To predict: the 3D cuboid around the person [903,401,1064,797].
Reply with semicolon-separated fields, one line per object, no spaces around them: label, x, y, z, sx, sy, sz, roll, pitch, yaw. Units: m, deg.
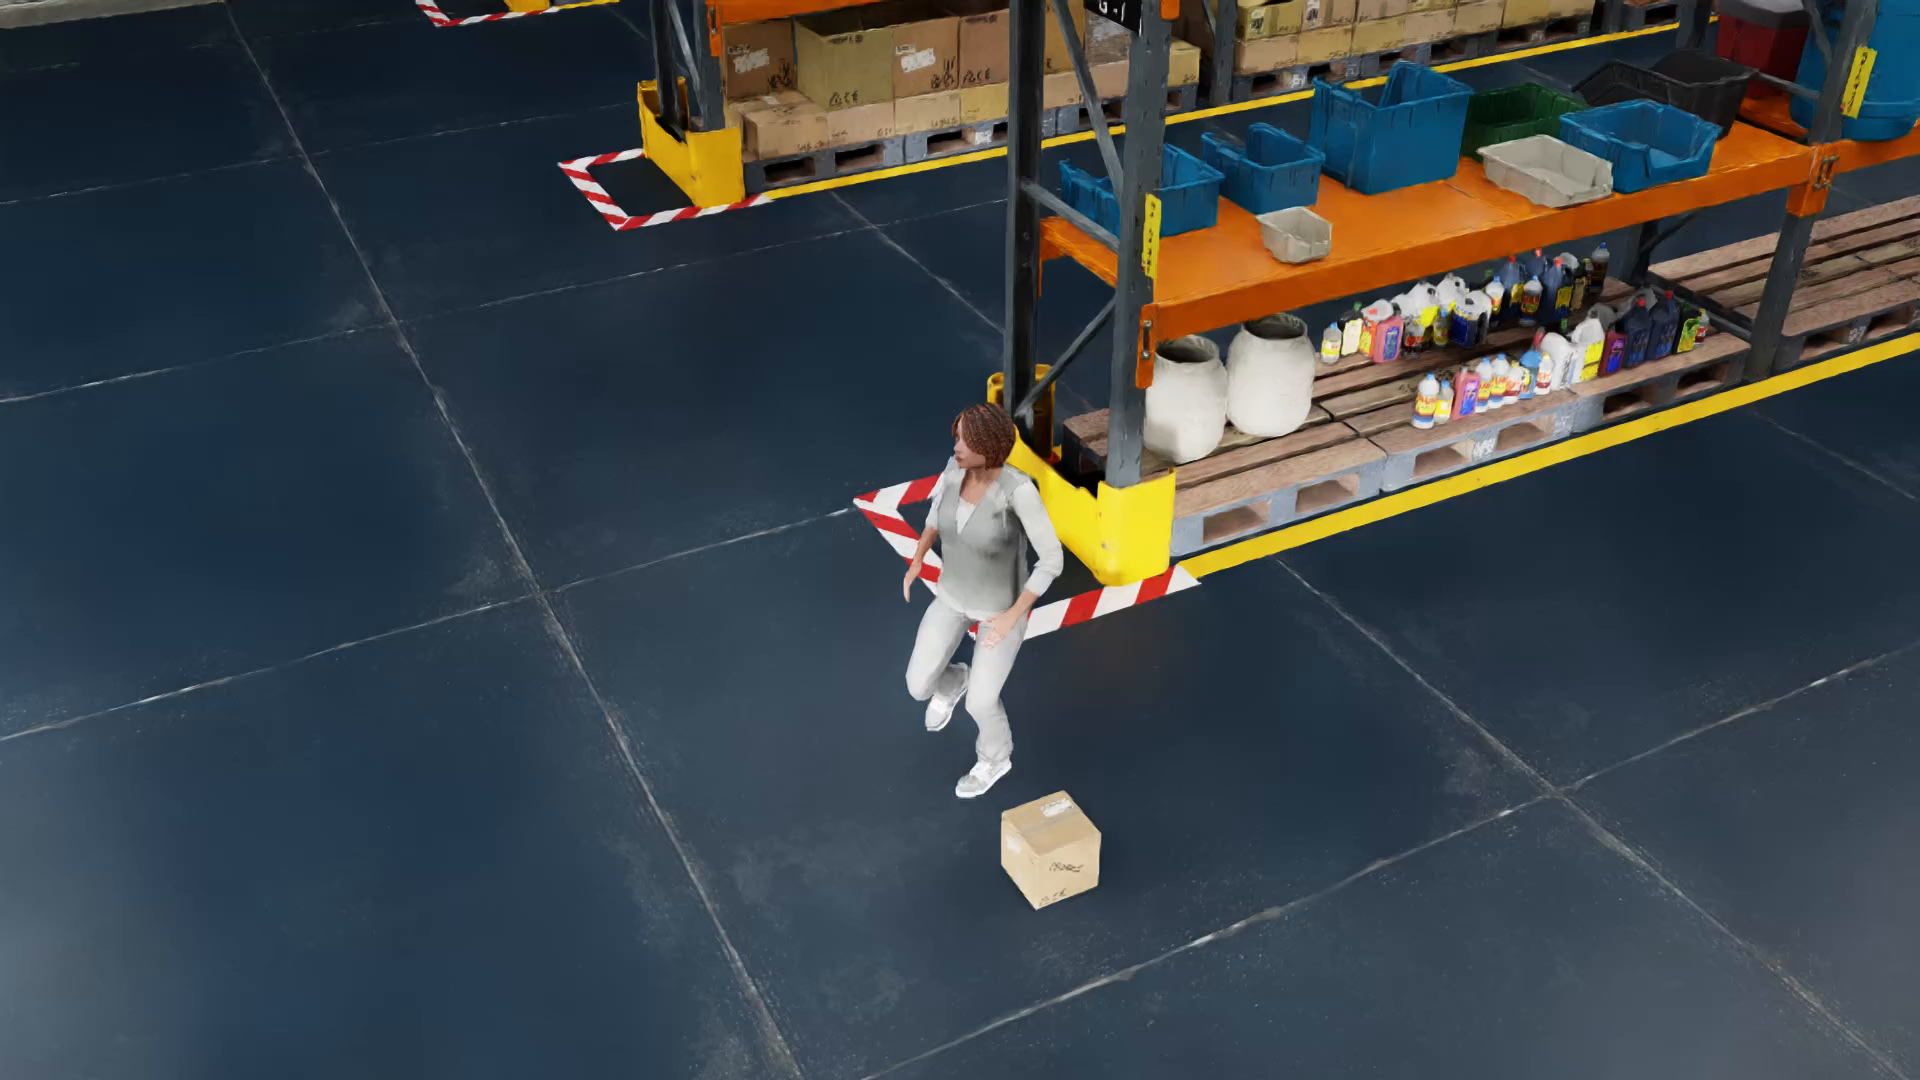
person;0.070;0.242;5.827;0.594;1.553;0.454;20;38;27
